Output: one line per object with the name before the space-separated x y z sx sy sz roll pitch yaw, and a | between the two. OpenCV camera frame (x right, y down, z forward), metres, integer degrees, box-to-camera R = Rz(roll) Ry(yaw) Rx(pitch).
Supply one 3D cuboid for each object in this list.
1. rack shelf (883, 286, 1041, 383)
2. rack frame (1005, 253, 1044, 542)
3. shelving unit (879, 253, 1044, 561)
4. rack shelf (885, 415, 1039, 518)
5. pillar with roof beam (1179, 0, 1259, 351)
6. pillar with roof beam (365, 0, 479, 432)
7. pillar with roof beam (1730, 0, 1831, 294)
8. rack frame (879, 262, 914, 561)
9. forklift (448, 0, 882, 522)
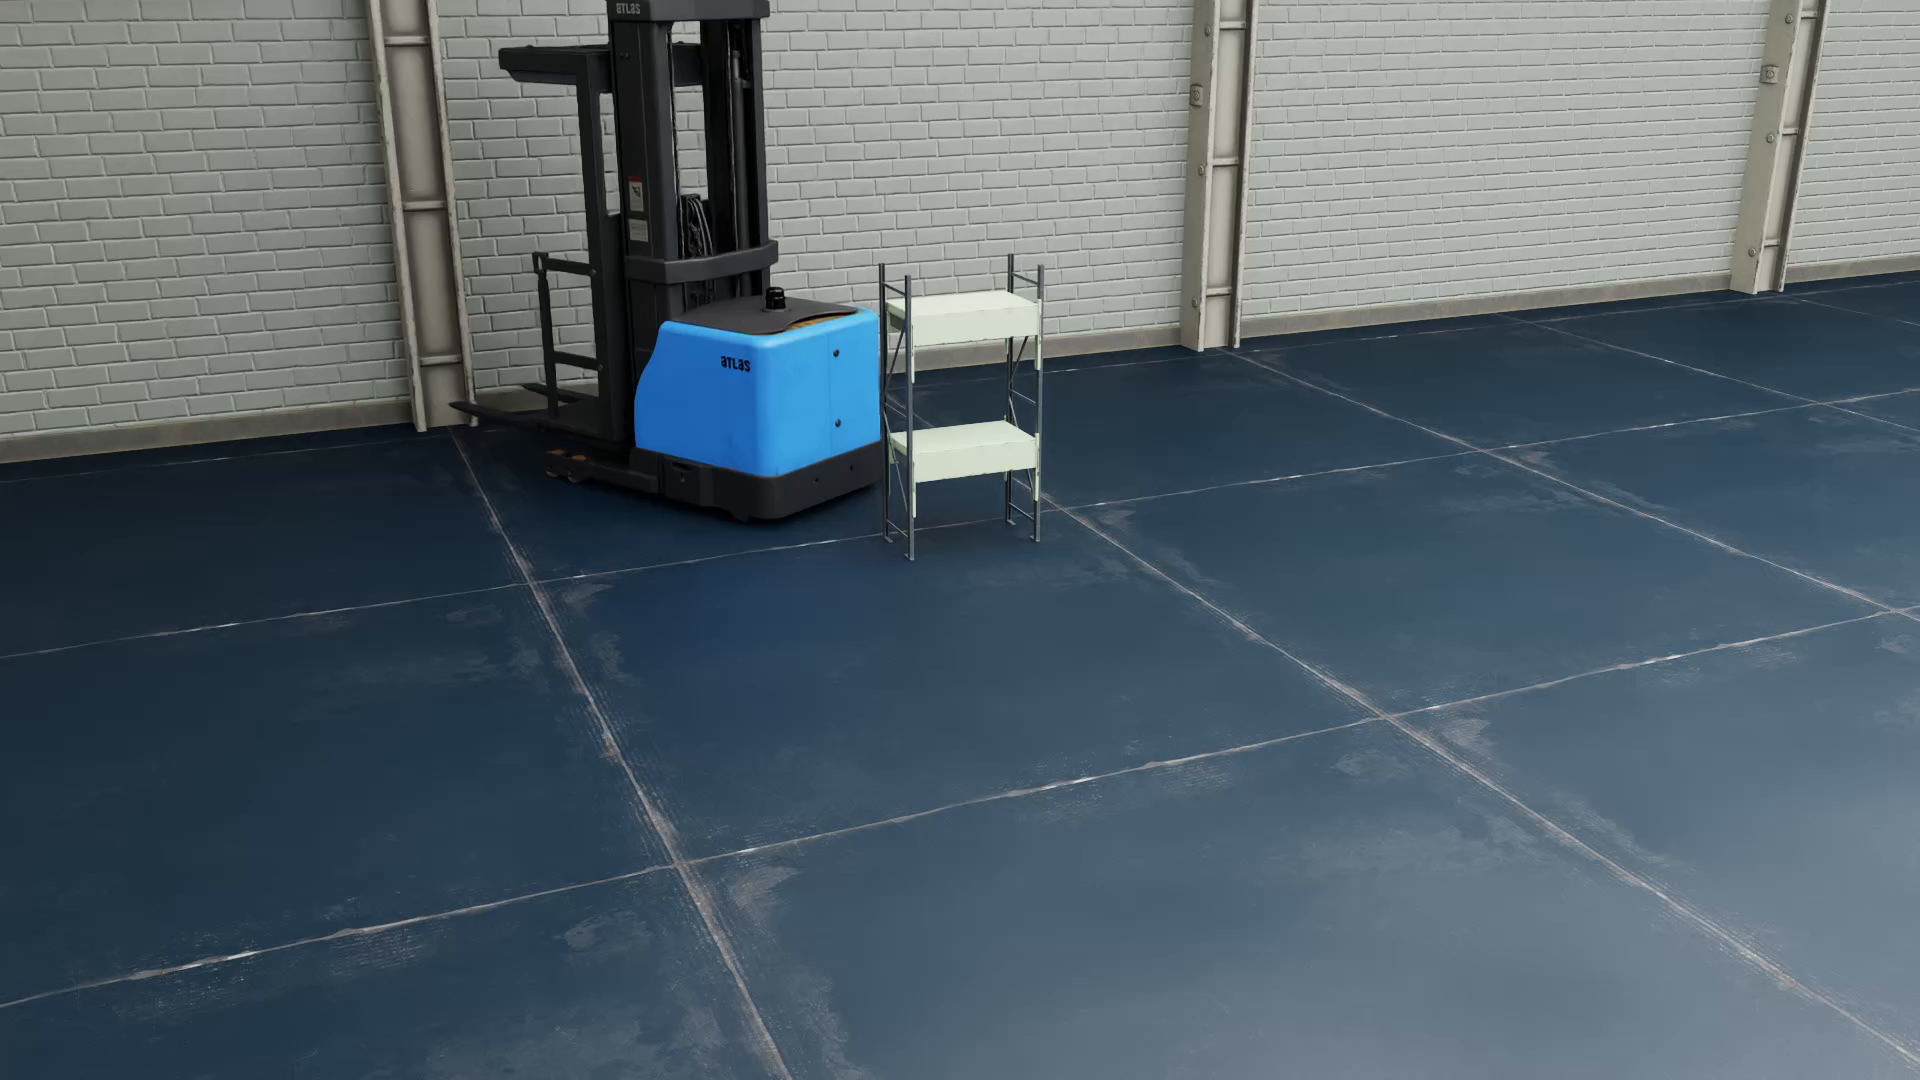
rack shelf | 0.006 -1.076 8.646 0.720 0.370 0.431 -8 21 -22
rack frame | 0.342 -0.756 8.912 0.023 1.500 0.400 -8 21 -22
shelving unit | 0.006 -0.708 8.775 0.755 1.500 0.431 -8 21 -22
rack shelf | 0.006 -0.401 8.884 0.720 0.370 0.431 -8 21 -22
pillar with roof beam | 3.728 -4.513 8.290 0.400 9.000 9.100 -8 21 -22
pillar with roof beam | -1.781 -3.724 6.048 0.400 9.000 9.100 -8 21 -22
pillar with roof beam | 9.238 -5.302 10.532 0.400 9.000 9.100 -8 21 -22
rack frame | -0.330 -0.660 8.639 0.023 1.500 0.400 -8 21 -22
forklift | -1.935 -1.852 9.870 3.031 2.935 1.130 14 24 34
